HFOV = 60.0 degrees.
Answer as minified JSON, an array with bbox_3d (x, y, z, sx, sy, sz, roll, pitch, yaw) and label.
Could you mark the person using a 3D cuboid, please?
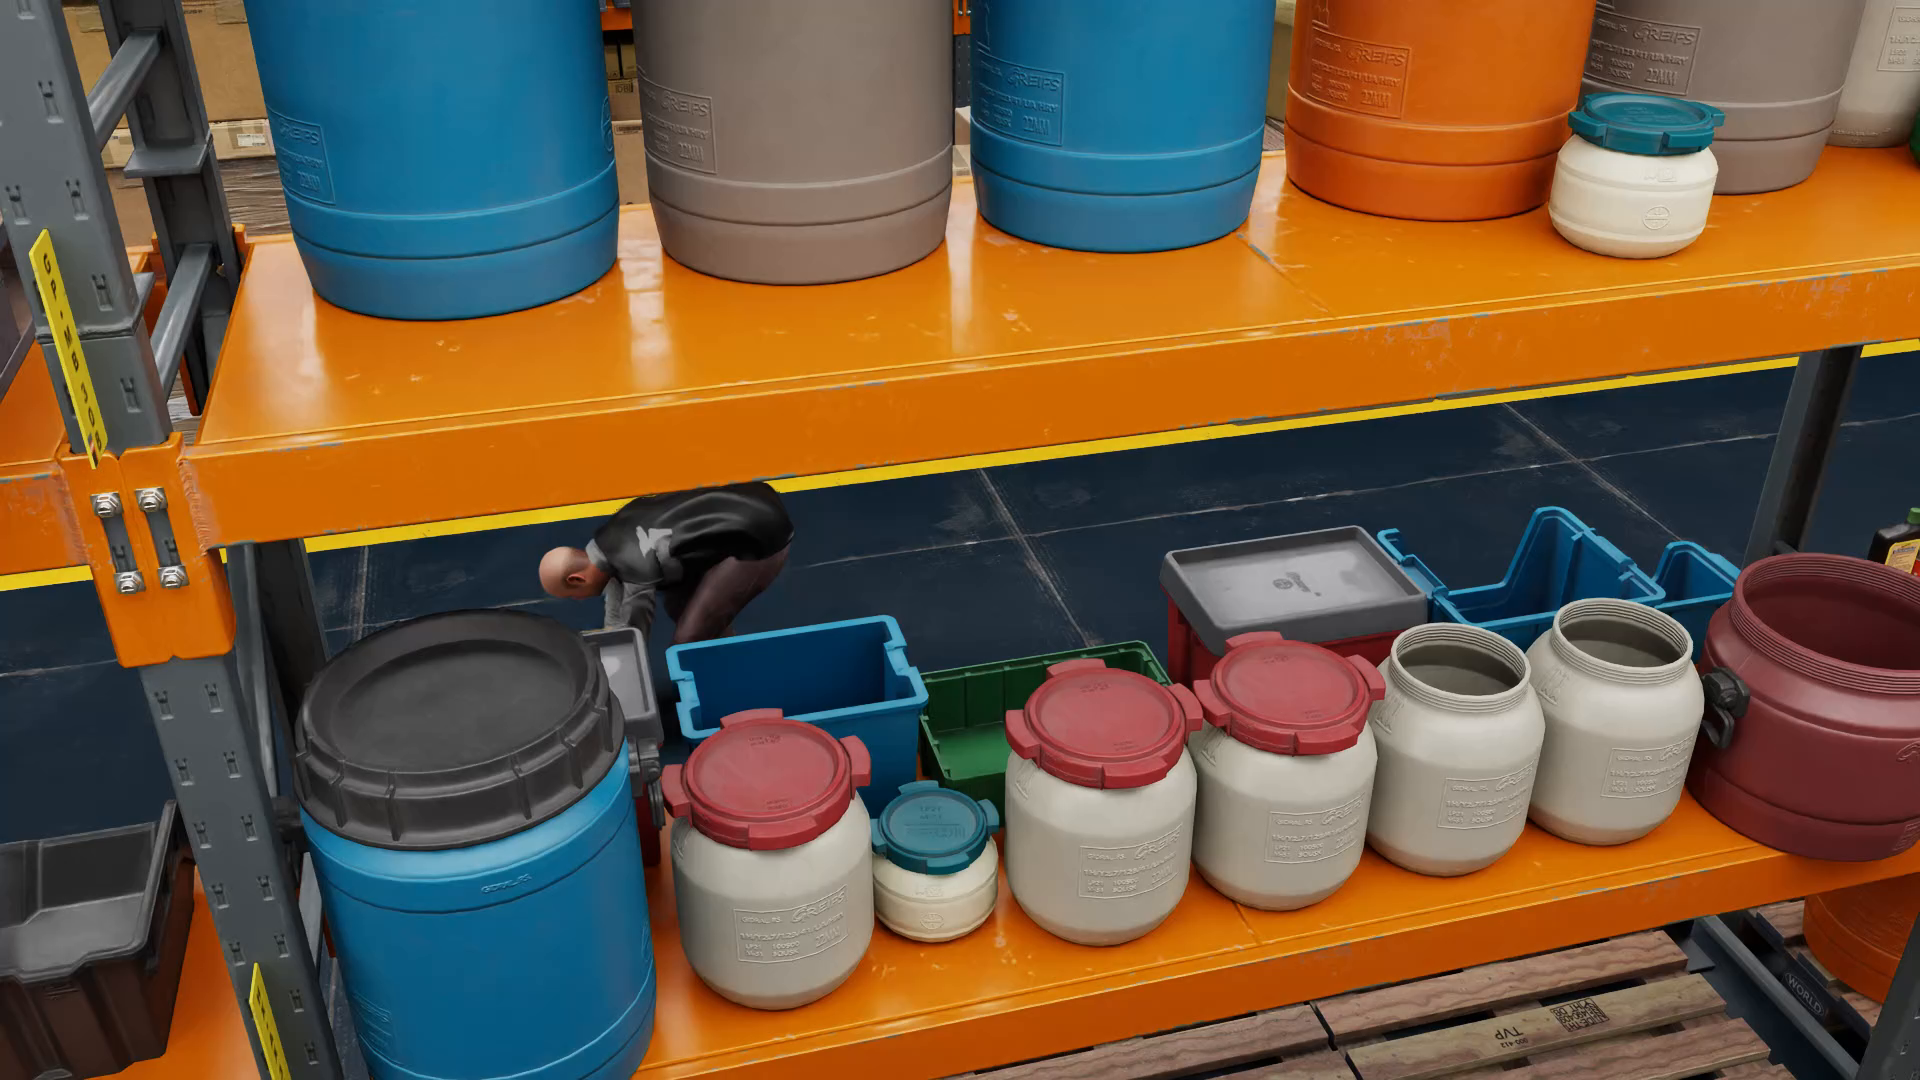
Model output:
[{"bbox_3d":[-1.105,0.255,6.394,0.952,1.041,0.483,-9,31,-16],"label":"person"}]
